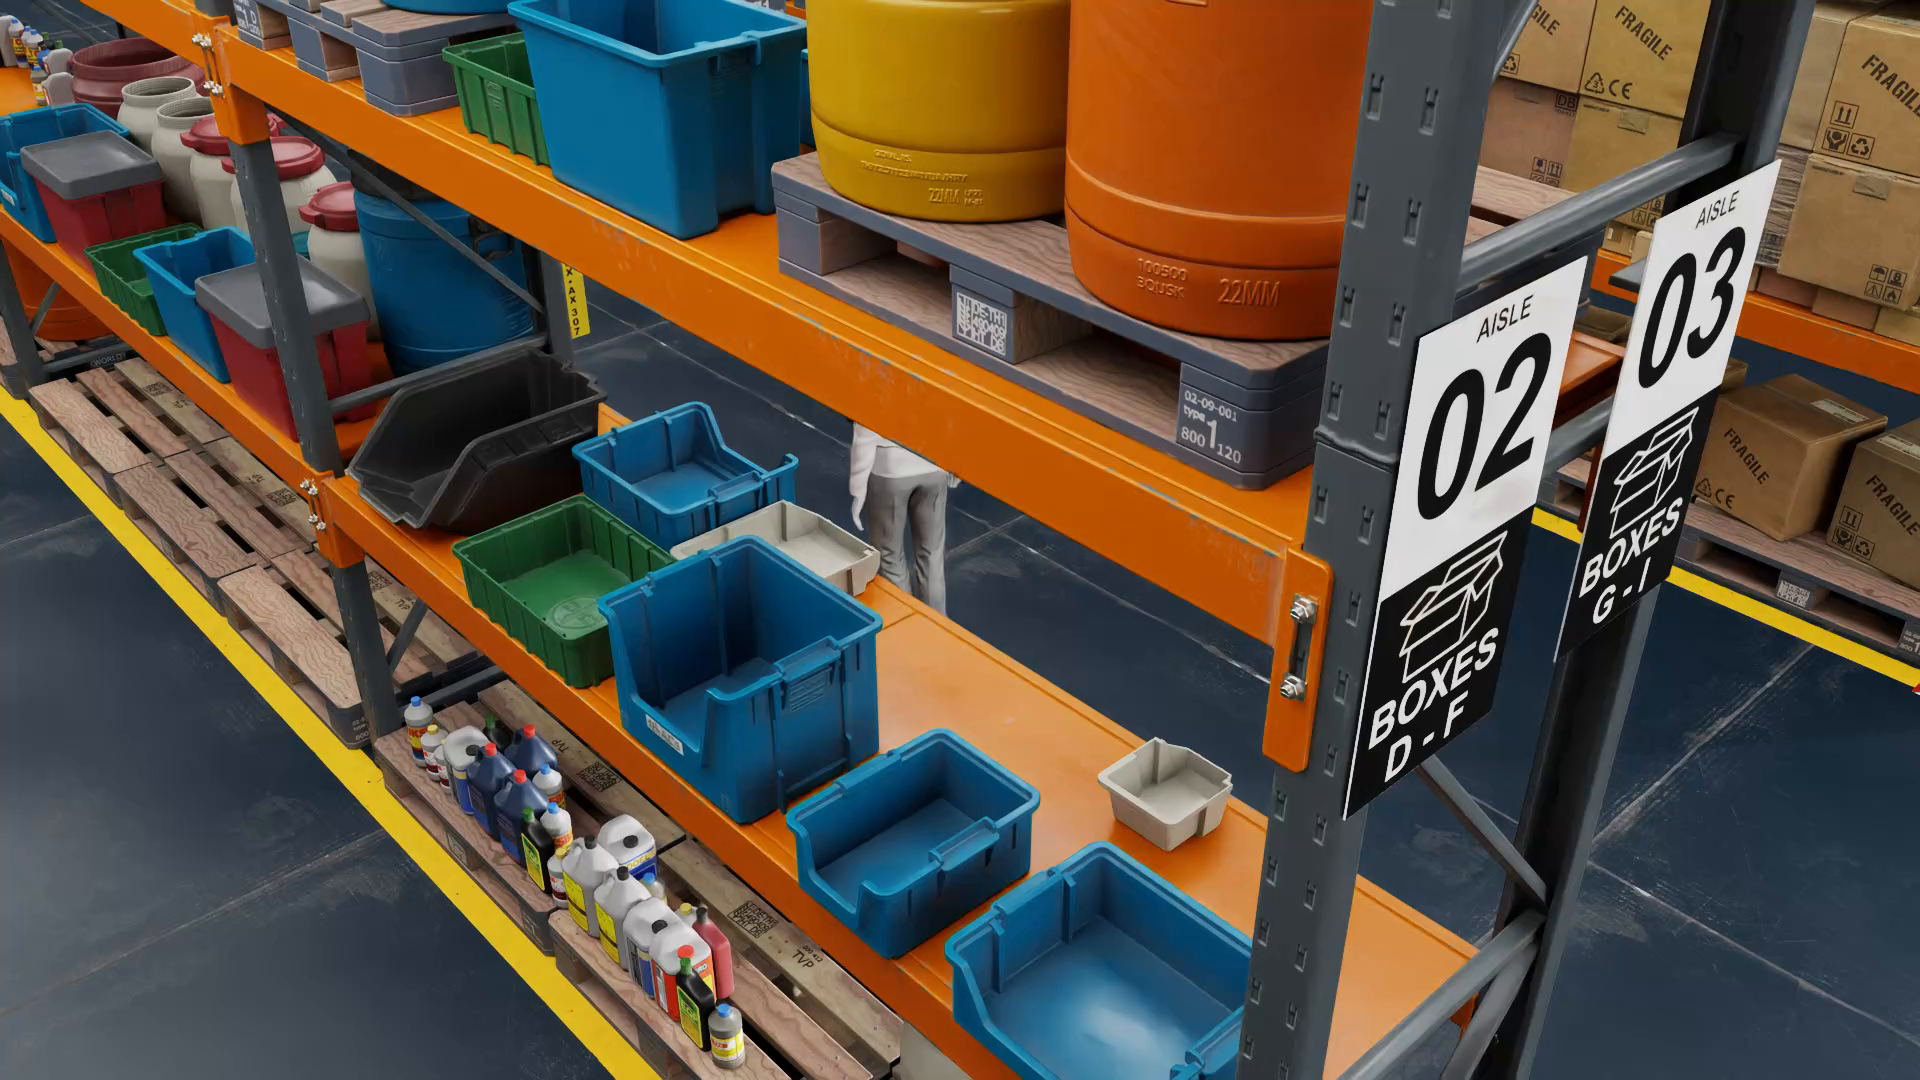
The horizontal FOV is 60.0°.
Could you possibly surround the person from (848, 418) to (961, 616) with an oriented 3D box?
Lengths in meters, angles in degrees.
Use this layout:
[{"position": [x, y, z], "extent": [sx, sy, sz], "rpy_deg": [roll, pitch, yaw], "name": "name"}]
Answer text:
[{"position": [-0.200, -0.261, 6.504], "extent": [0.531, 1.681, 0.387], "rpy_deg": [-15, 35, -22], "name": "person"}]
